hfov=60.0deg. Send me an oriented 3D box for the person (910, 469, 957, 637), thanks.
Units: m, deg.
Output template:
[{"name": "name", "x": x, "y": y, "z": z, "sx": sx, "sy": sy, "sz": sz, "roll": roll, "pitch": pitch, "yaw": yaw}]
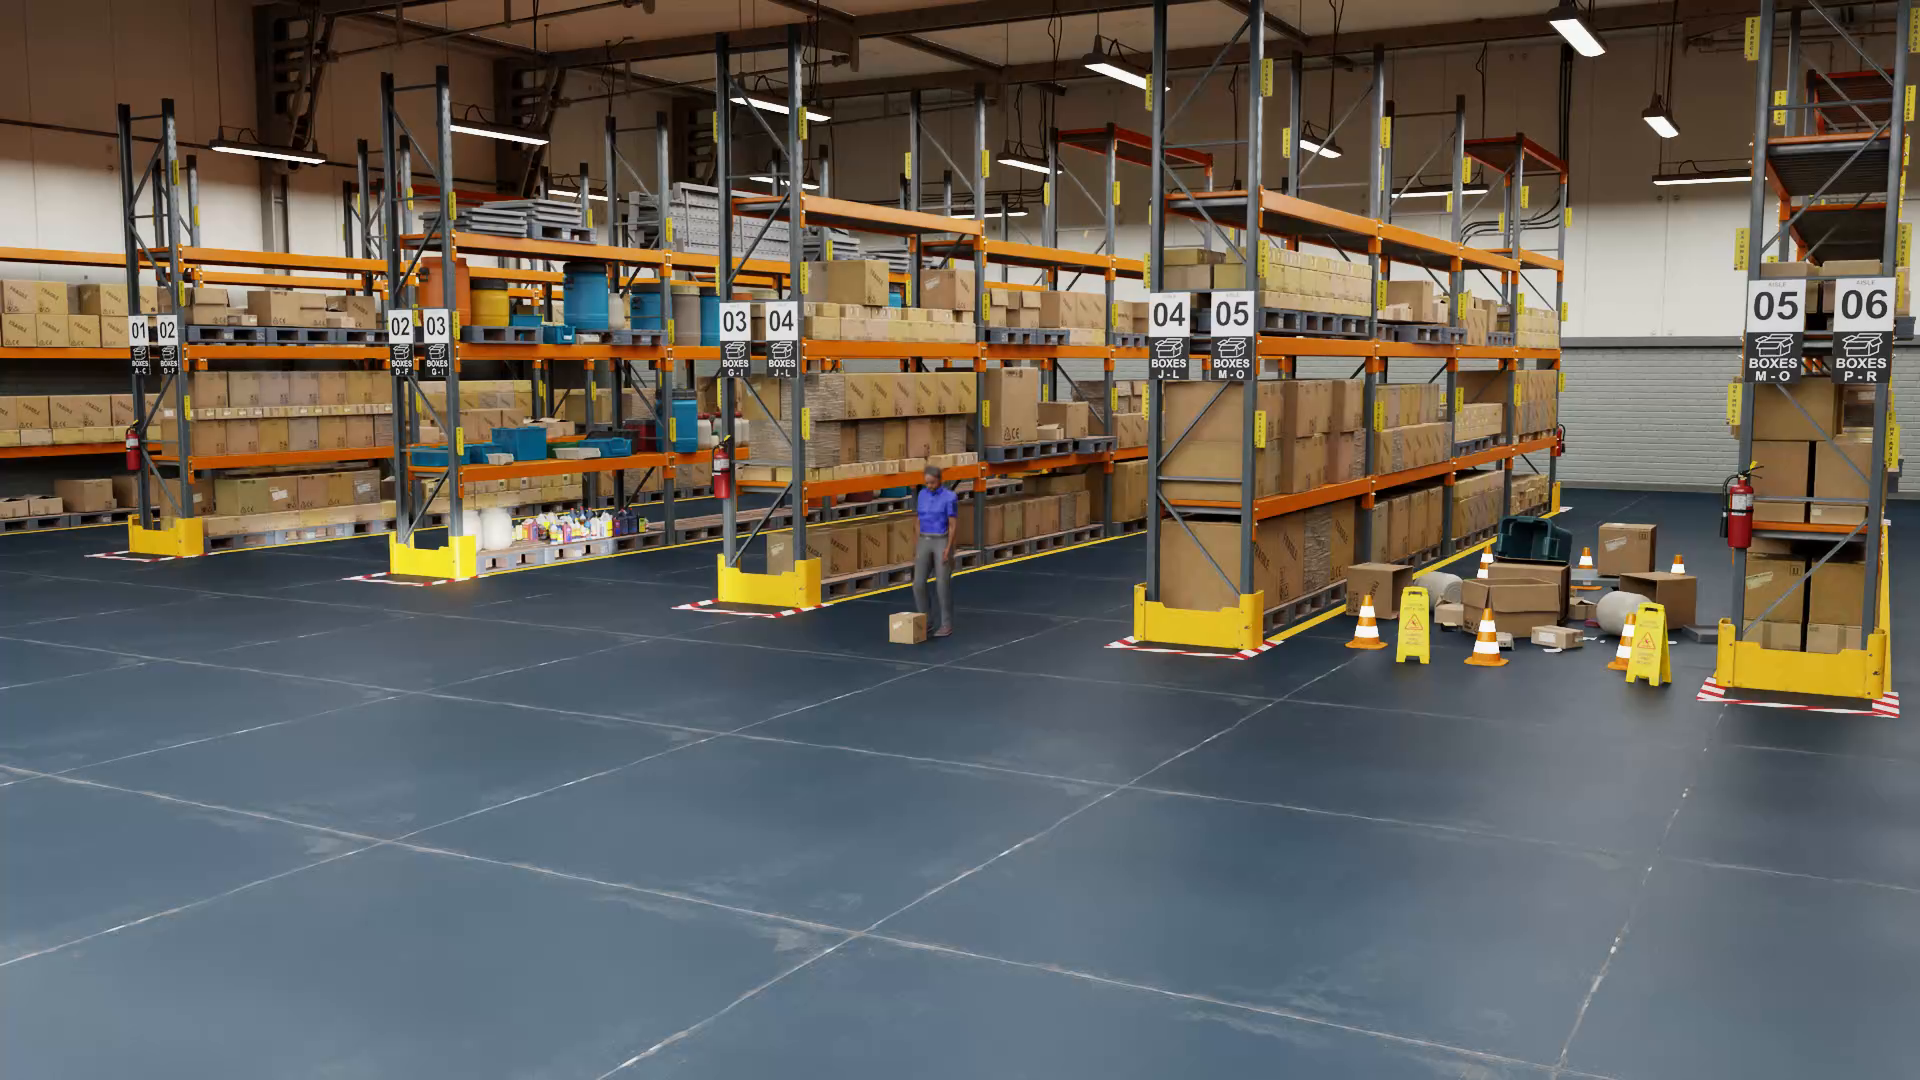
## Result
[{"name": "person", "x": -0.226, "y": 0.114, "z": 15.715, "sx": 0.465, "sy": 1.588, "sz": 0.411, "roll": 4, "pitch": 7, "yaw": 30}]
